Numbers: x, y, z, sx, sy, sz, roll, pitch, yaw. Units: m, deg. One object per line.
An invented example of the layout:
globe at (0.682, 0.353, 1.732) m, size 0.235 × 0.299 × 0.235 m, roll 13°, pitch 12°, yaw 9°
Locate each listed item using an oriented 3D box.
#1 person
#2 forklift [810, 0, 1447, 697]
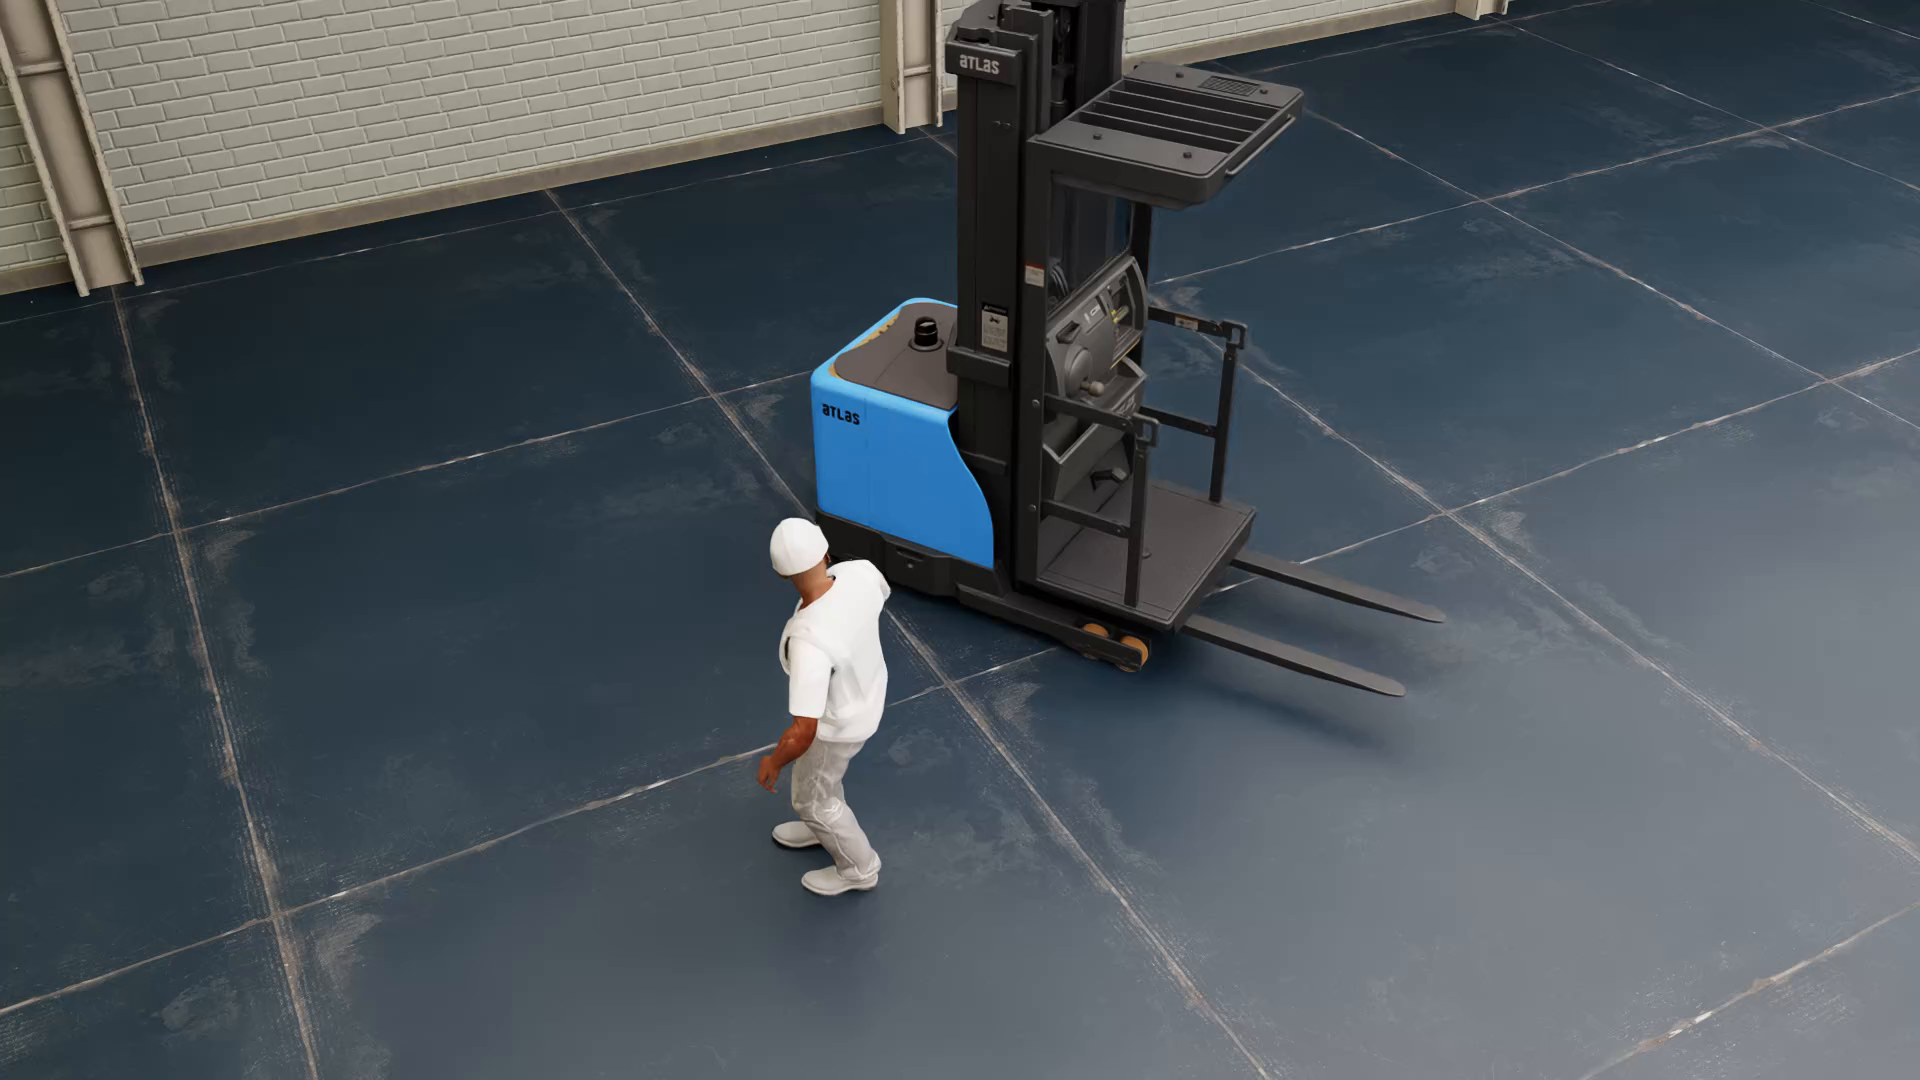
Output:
person at (-0.550, 0.641, 6.265) m, size 0.510 × 1.727 × 0.778 m, roll 6°, pitch 36°, yaw 8°
forklift at (0.801, -0.930, 7.439) m, size 3.031 × 2.935 × 1.130 m, roll 18°, pitch 39°, yaw 24°
